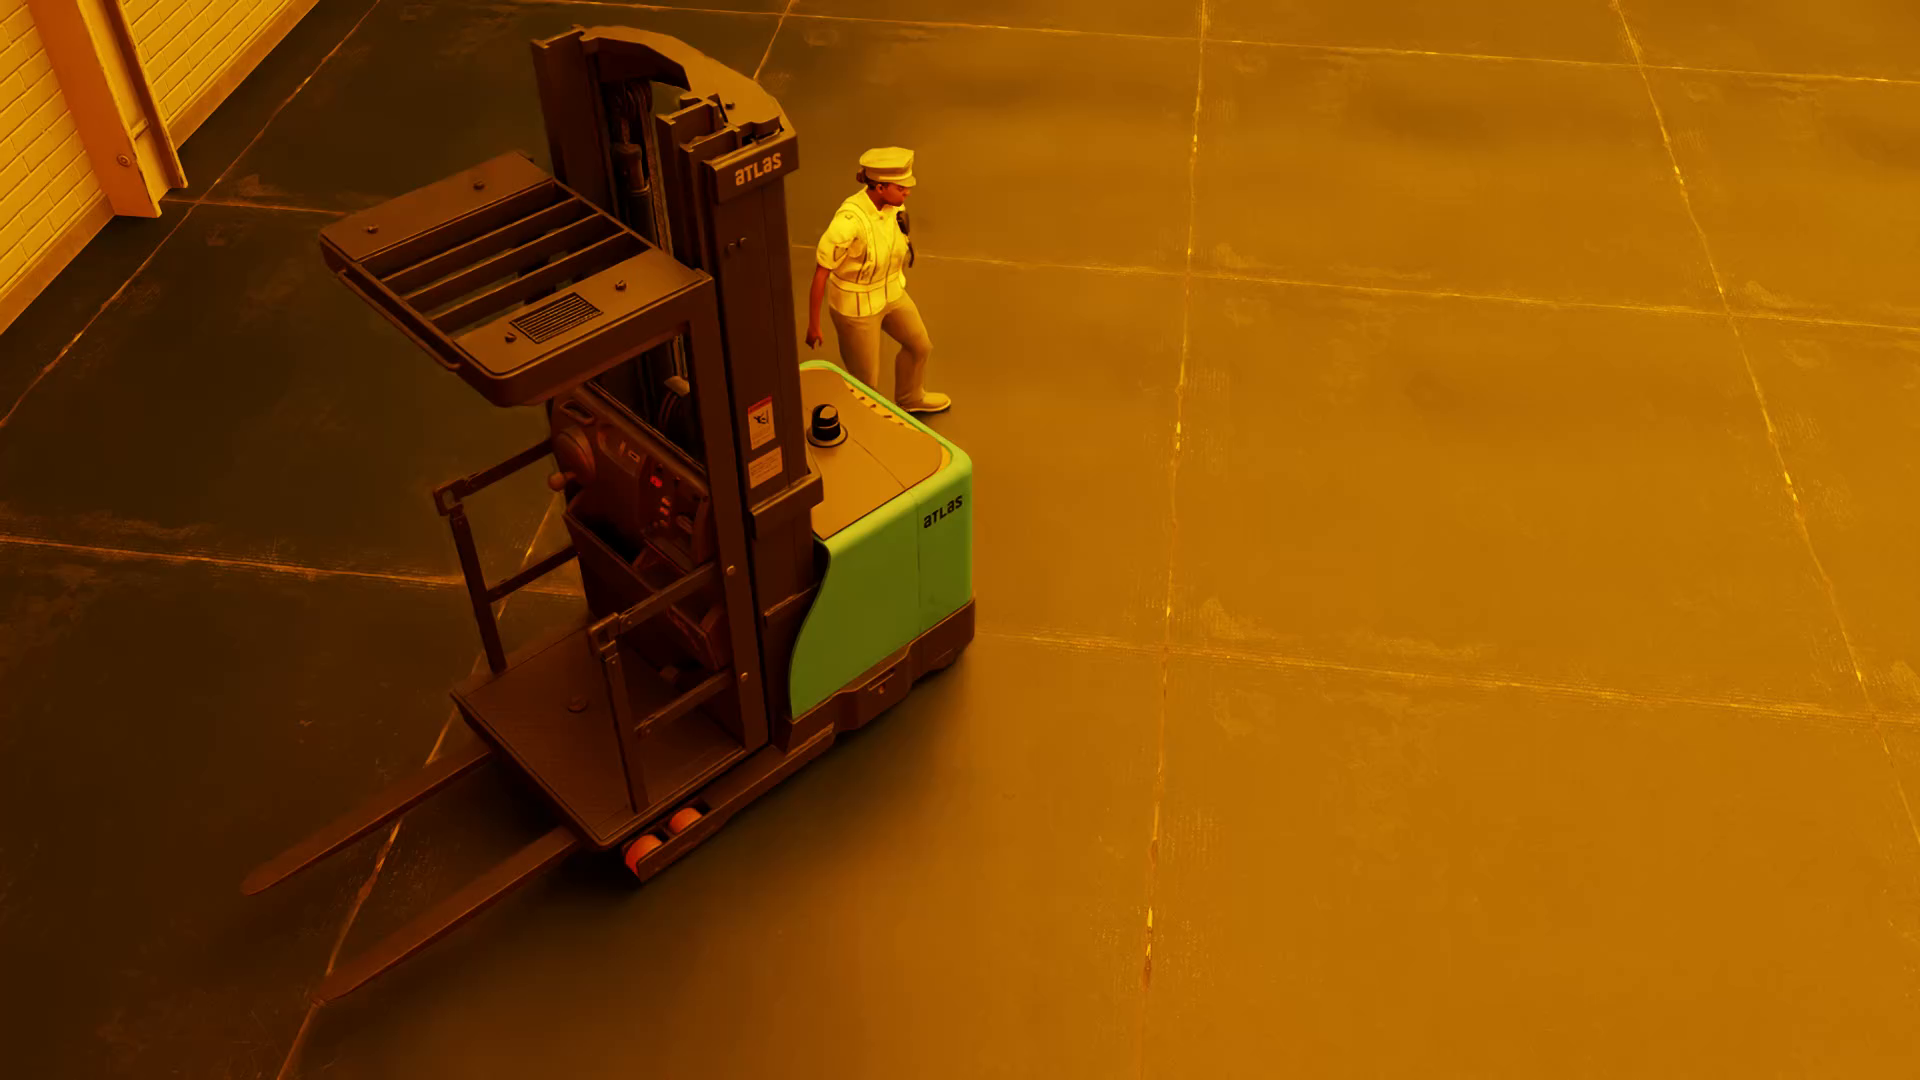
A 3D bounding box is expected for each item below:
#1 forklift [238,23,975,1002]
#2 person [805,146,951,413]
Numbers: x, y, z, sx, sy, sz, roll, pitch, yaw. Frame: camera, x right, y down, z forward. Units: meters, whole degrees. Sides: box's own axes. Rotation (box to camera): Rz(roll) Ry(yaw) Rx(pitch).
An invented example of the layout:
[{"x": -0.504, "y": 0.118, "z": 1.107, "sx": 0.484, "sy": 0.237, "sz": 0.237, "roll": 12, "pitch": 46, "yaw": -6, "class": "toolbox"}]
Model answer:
[{"x": -1.350, "y": -0.170, "z": 5.909, "sx": 3.031, "sy": 2.935, "sz": 1.130, "roll": -33, "pitch": 52, "yaw": -30, "class": "forklift"}, {"x": -0.398, "y": -1.143, "z": 7.949, "sx": 0.418, "sy": 1.632, "sz": 0.801, "roll": 28, "pitch": 50, "yaw": 27, "class": "person"}]
